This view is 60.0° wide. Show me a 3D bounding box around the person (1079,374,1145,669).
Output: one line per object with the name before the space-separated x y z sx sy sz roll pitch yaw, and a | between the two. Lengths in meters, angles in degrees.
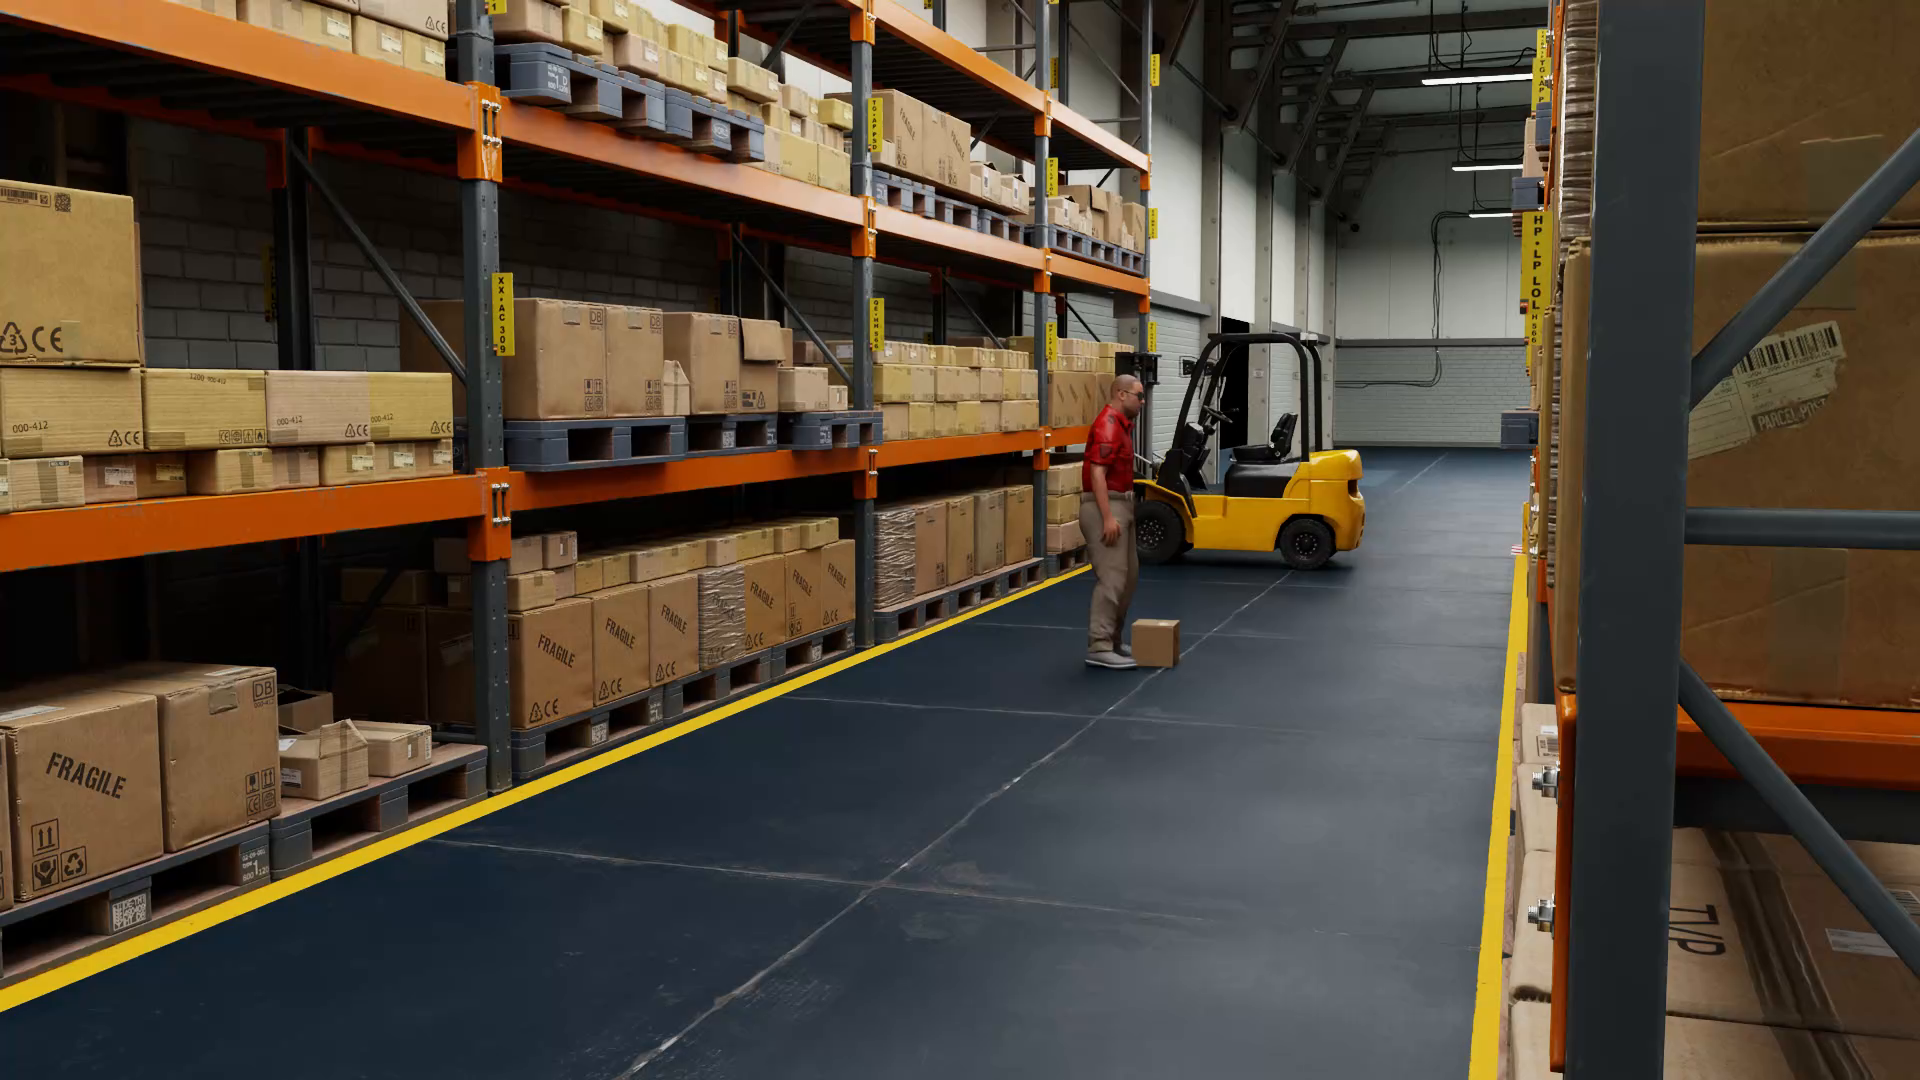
person | 0.923 -0.125 9.959 0.392 1.725 0.590 1 5 16
